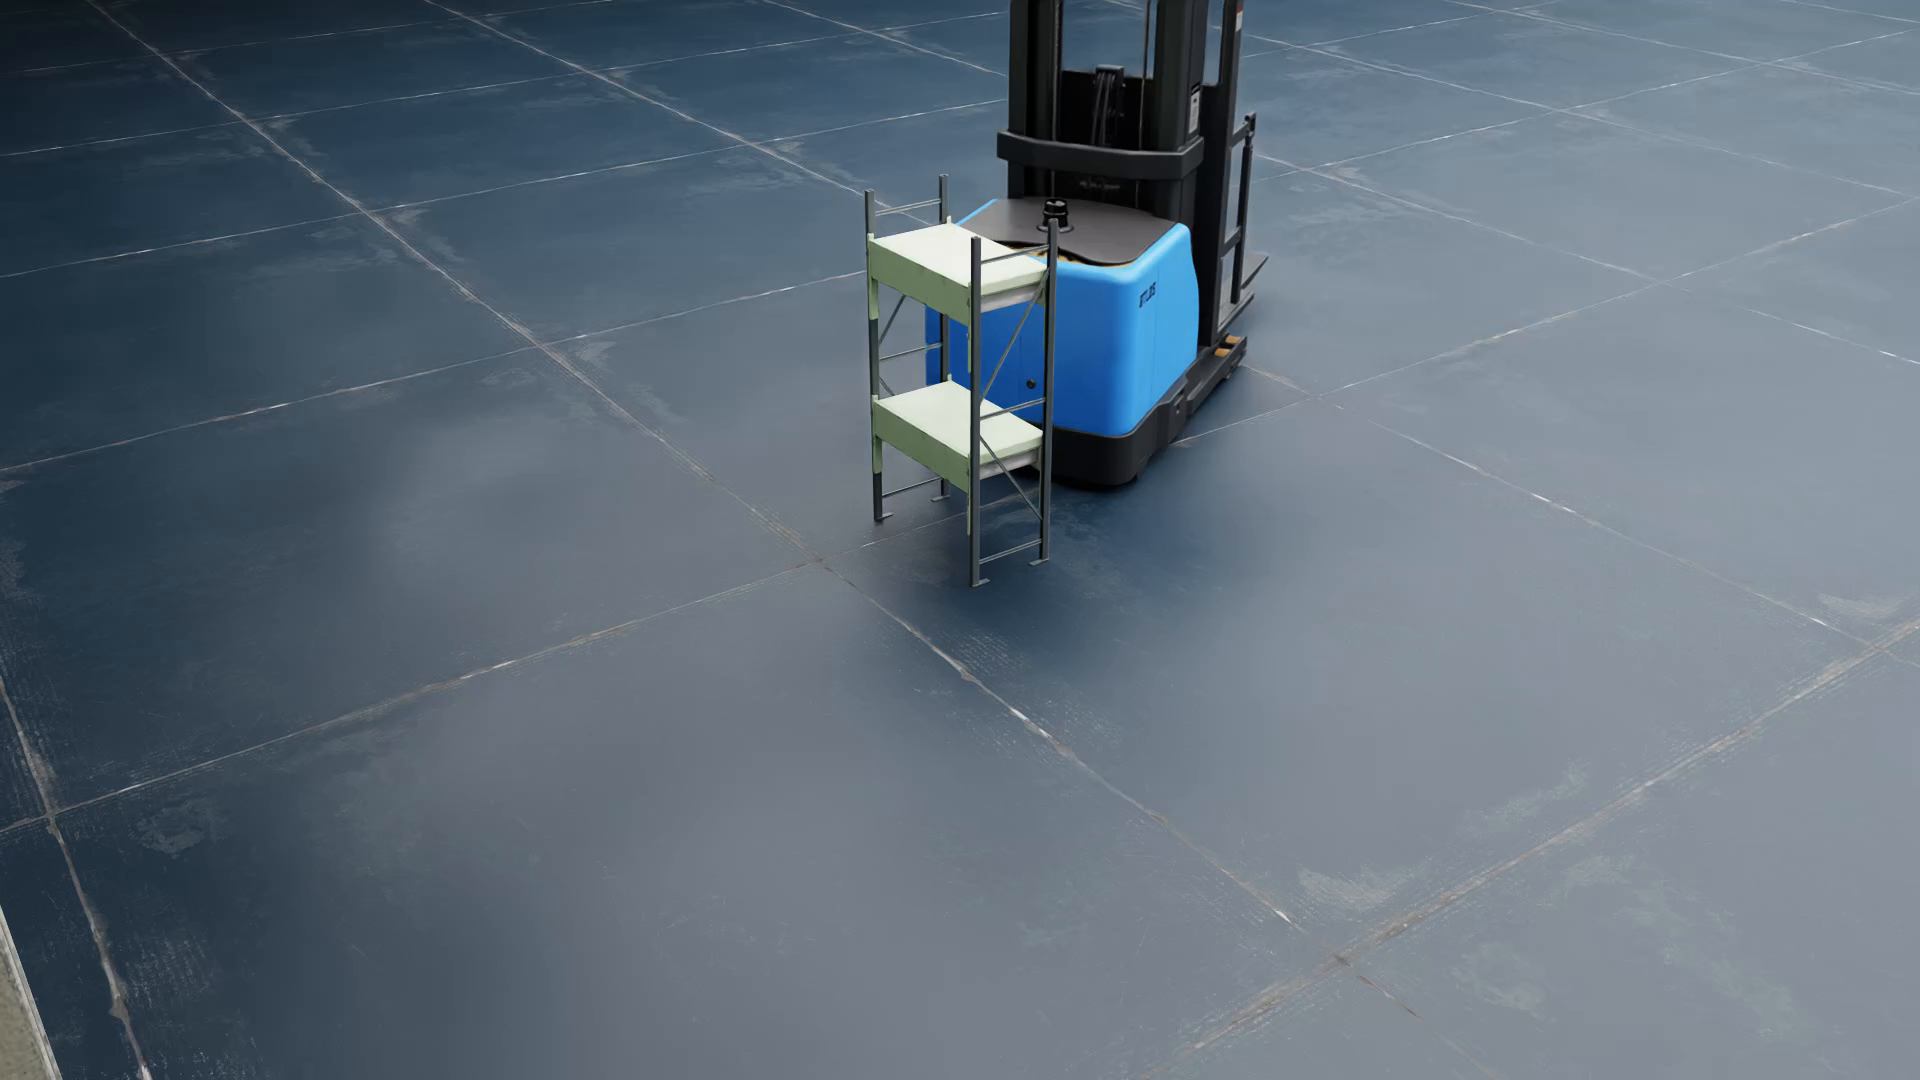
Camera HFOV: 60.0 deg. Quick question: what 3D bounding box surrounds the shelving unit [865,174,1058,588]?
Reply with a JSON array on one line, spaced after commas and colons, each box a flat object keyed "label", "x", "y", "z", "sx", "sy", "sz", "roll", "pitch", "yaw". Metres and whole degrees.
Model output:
[{"label": "shelving unit", "x": -0.004, "y": -0.662, "z": 6.904, "sx": 0.431, "sy": 1.500, "sz": 0.755, "roll": -19, "pitch": 34, "yaw": -31}]

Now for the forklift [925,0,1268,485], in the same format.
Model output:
[{"label": "forklift", "x": 0.901, "y": -2.218, "z": 8.270, "sx": 1.130, "sy": 2.935, "sz": 3.031, "roll": 12, "pitch": 31, "yaw": 22}]

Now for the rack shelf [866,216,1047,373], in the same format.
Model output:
[{"label": "rack shelf", "x": -0.004, "y": -1.005, "z": 6.718, "sx": 0.431, "sy": 0.370, "sz": 0.720, "roll": -19, "pitch": 34, "yaw": -31}]

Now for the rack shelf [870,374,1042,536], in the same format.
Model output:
[{"label": "rack shelf", "x": -0.004, "y": -0.375, "z": 7.059, "sx": 0.431, "sy": 0.370, "sz": 0.720, "roll": -19, "pitch": 34, "yaw": -31}]

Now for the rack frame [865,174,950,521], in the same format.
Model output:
[{"label": "rack frame", "x": -0.216, "y": -0.804, "z": 7.166, "sx": 0.400, "sy": 1.500, "sz": 0.023, "roll": -19, "pitch": 34, "yaw": -31}]

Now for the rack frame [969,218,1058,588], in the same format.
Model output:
[{"label": "rack frame", "x": 0.208, "y": -0.519, "z": 6.642, "sx": 0.400, "sy": 1.500, "sz": 0.023, "roll": -19, "pitch": 34, "yaw": -31}]
